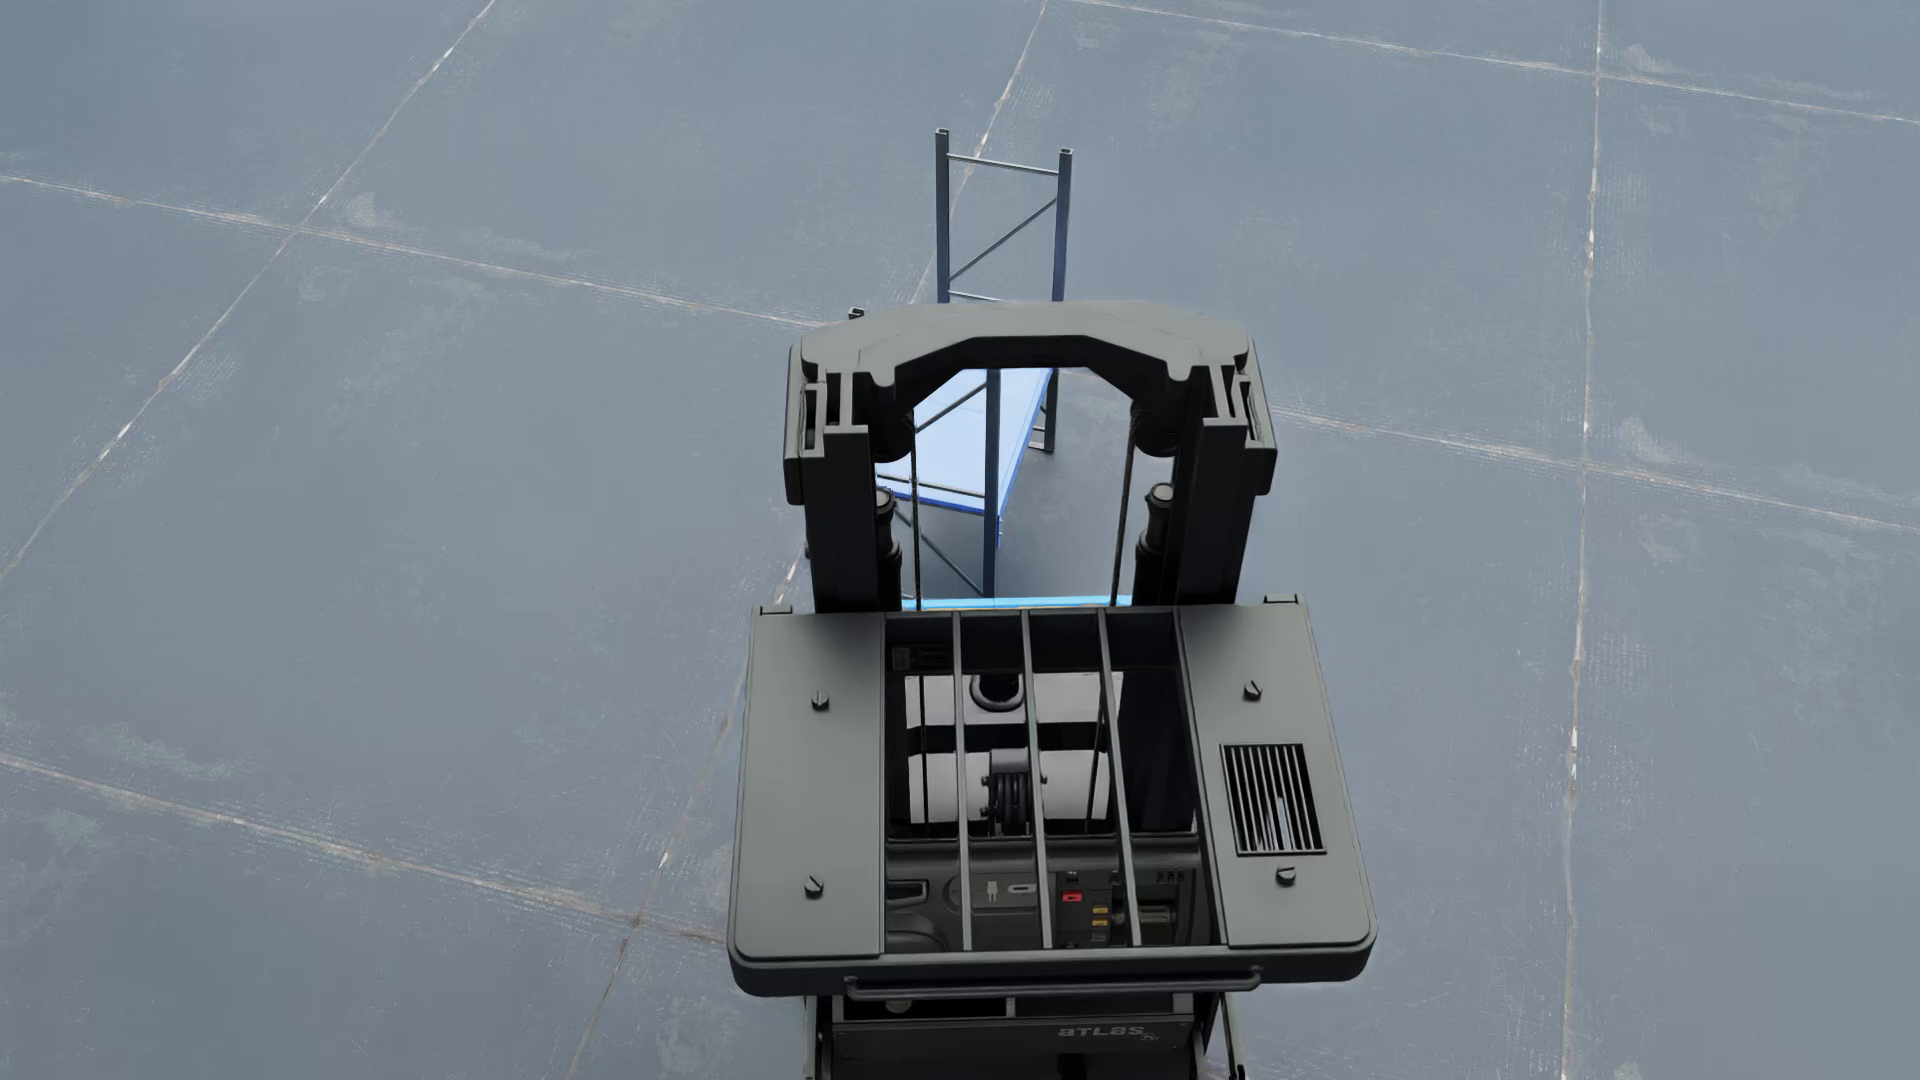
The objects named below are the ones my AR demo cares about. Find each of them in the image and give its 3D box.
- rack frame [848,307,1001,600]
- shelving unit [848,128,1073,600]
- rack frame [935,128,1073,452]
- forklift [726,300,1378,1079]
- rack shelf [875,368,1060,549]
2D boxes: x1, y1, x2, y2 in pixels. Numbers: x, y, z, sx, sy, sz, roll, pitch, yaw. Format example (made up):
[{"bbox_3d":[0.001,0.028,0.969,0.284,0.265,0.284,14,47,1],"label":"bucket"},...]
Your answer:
[{"bbox_3d":[-0.111,-0.190,5.836,0.500,1.500,0.032,12,50,10],"label":"rack frame"},{"bbox_3d":[0.022,-0.558,6.161,0.538,1.500,1.048,12,50,10],"label":"shelving unit"},{"bbox_3d":[0.156,-0.926,6.486,0.500,1.500,0.032,12,50,10],"label":"rack frame"},{"bbox_3d":[0.144,1.024,3.810,1.130,2.935,3.031,-1,49,-1],"label":"forklift"},{"bbox_3d":[0.022,-0.439,6.296,0.538,0.185,1.000,12,50,10],"label":"rack shelf"}]
